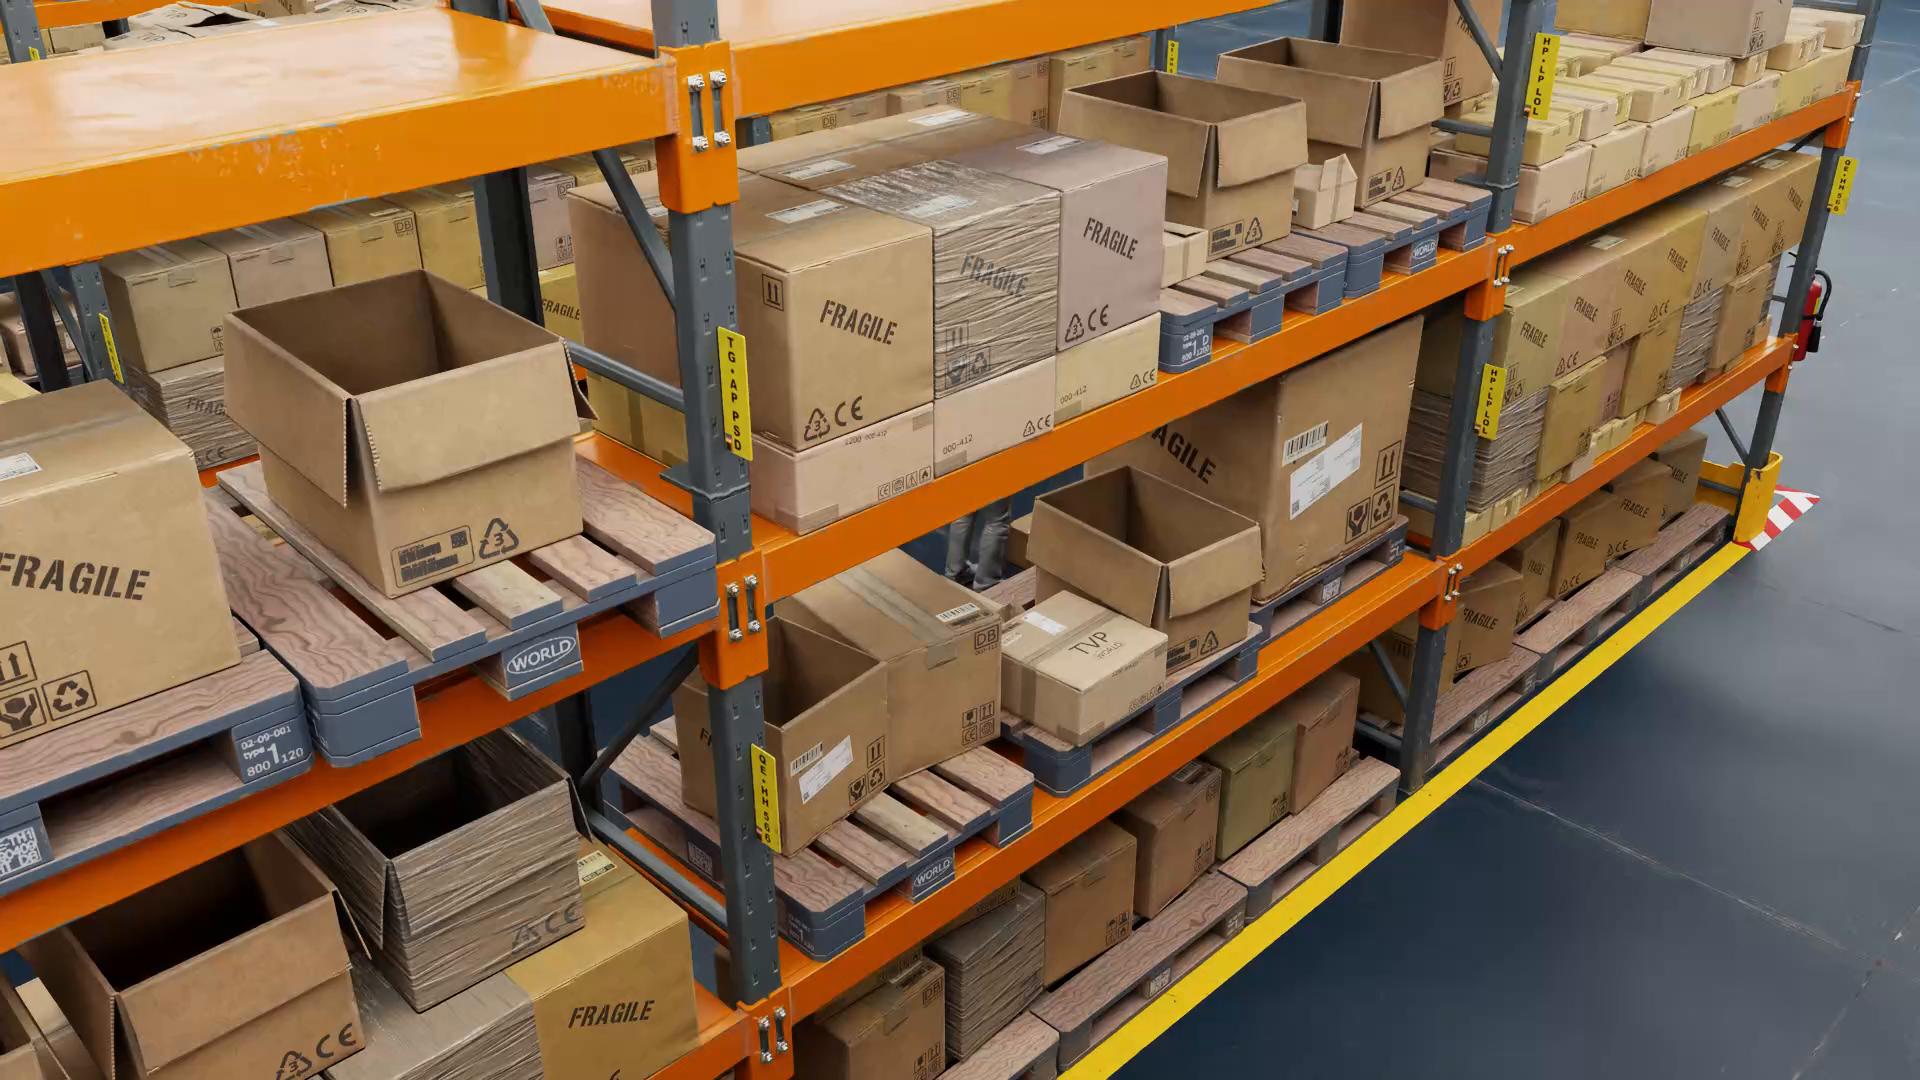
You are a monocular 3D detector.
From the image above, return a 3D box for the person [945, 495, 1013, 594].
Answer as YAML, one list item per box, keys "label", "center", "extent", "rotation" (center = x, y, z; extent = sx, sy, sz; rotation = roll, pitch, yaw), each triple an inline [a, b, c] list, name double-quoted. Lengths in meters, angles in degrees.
- label: "person"
  center: [0.096, -0.501, 9.570]
  extent: [0.369, 1.762, 0.536]
  rotation: [-24, 36, -38]
